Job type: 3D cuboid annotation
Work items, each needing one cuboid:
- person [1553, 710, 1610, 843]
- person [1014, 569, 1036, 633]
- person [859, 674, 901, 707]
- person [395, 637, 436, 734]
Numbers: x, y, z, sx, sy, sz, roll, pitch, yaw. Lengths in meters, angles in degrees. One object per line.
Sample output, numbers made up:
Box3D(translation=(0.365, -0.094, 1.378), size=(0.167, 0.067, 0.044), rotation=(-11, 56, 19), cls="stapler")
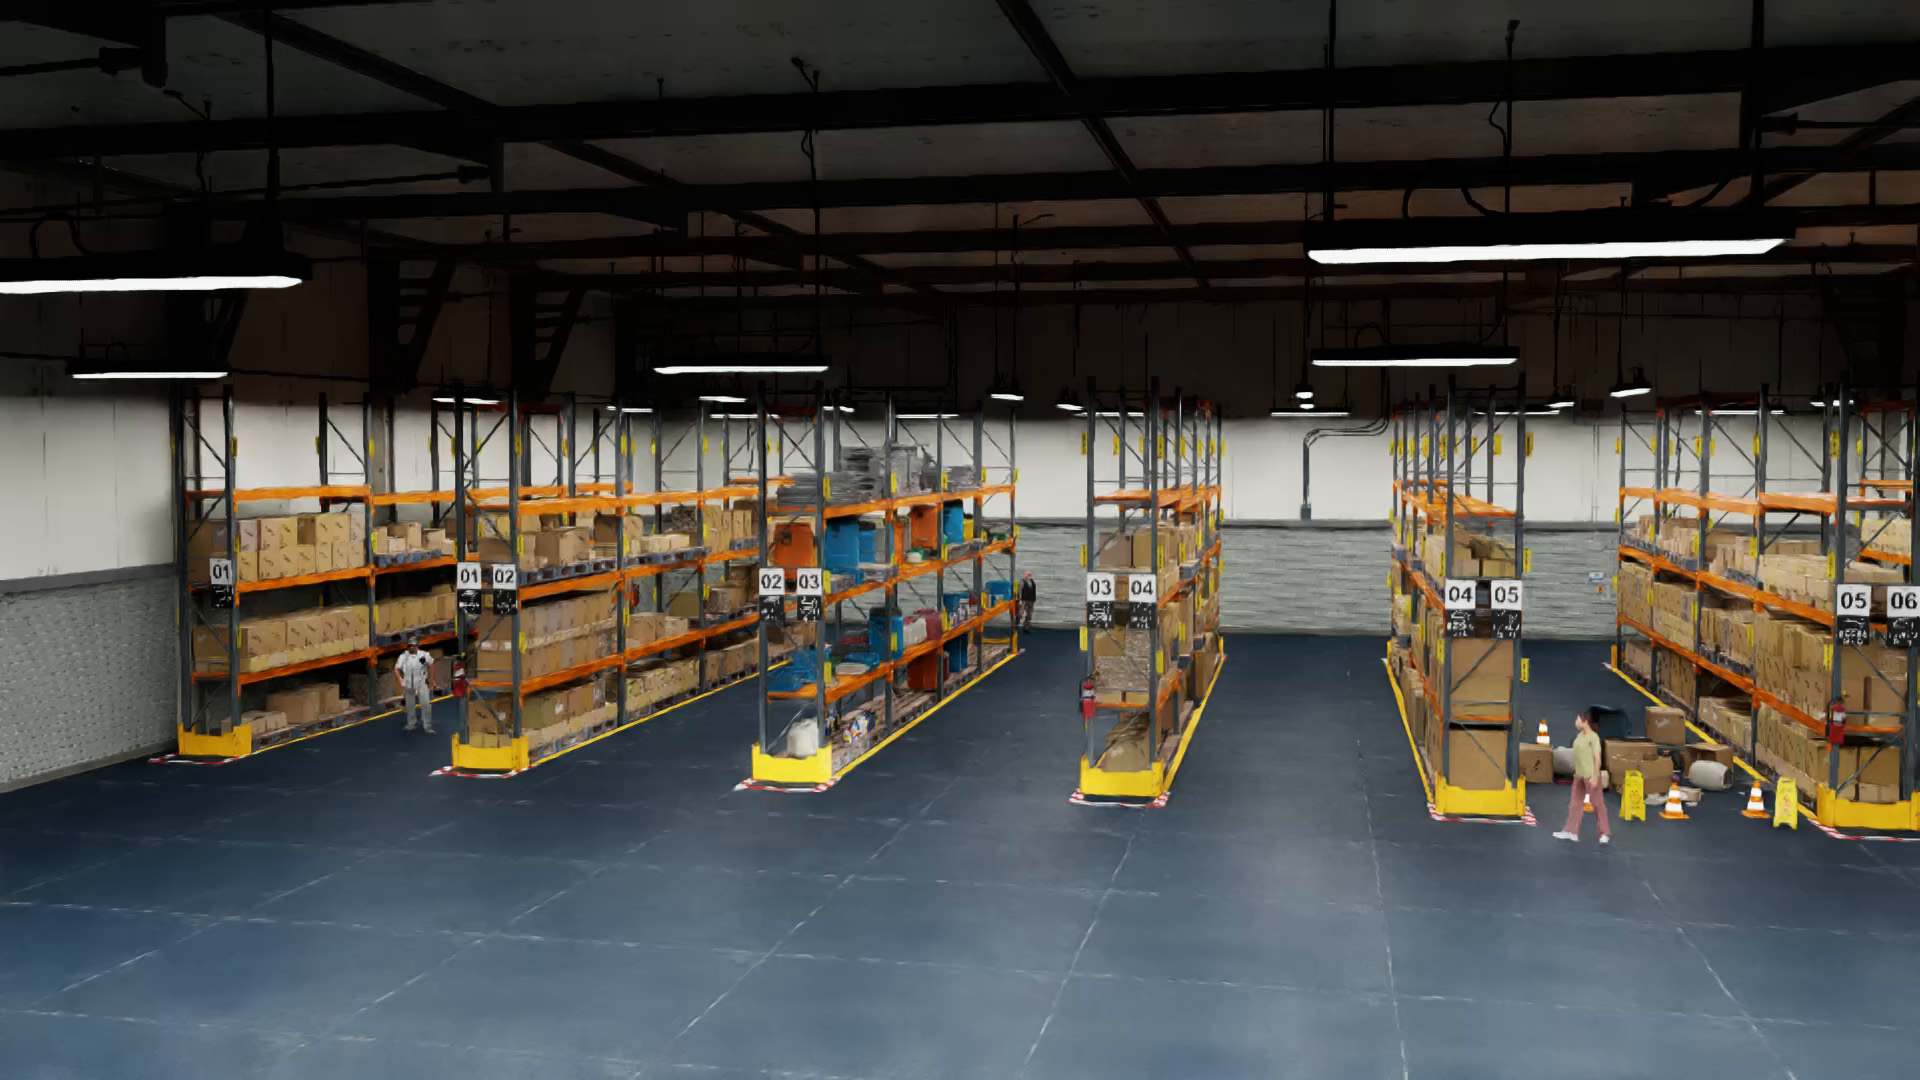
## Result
Box3D(translation=(7.921, 2.990, 21.087), size=(0.623, 1.668, 0.559), rotation=(0, 3, -9), cls="person")
Box3D(translation=(1.720, 1.641, 44.706), size=(0.698, 1.711, 0.509), rotation=(-2, 4, -30), cls="person")
Box3D(translation=(-1.503, 2.397, 31.716), size=(0.499, 1.613, 0.948), rotation=(2, 4, 34), cls="person")
Box3D(translation=(-9.496, 2.519, 29.093), size=(0.704, 1.691, 0.858), rotation=(0, 3, -6), cls="person")
